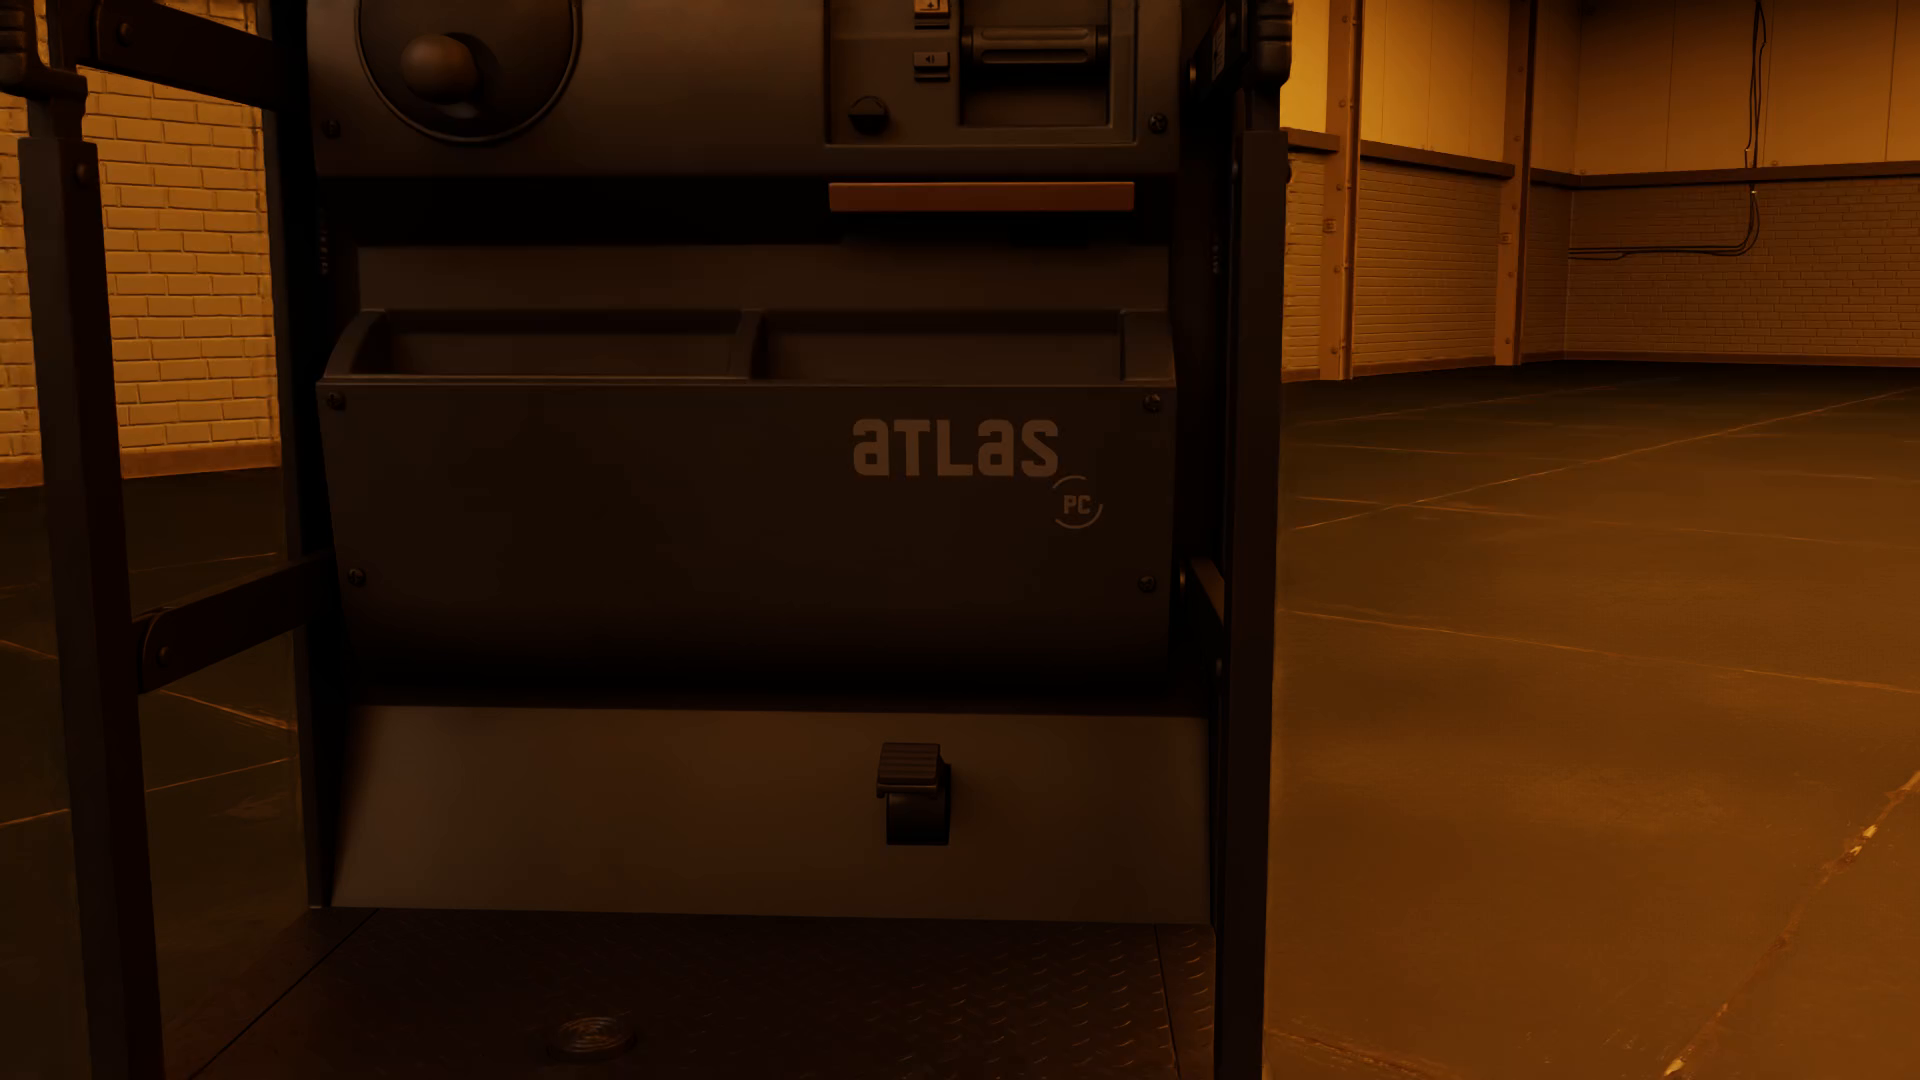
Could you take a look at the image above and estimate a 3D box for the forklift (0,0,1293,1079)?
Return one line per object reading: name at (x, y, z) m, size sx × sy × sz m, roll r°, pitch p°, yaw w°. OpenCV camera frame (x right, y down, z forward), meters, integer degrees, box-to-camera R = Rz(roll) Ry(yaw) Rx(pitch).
forklift at (-0.241, -0.628, 1.573) m, size 1.130 × 2.935 × 3.031 m, roll 0°, pitch 8°, yaw 3°
